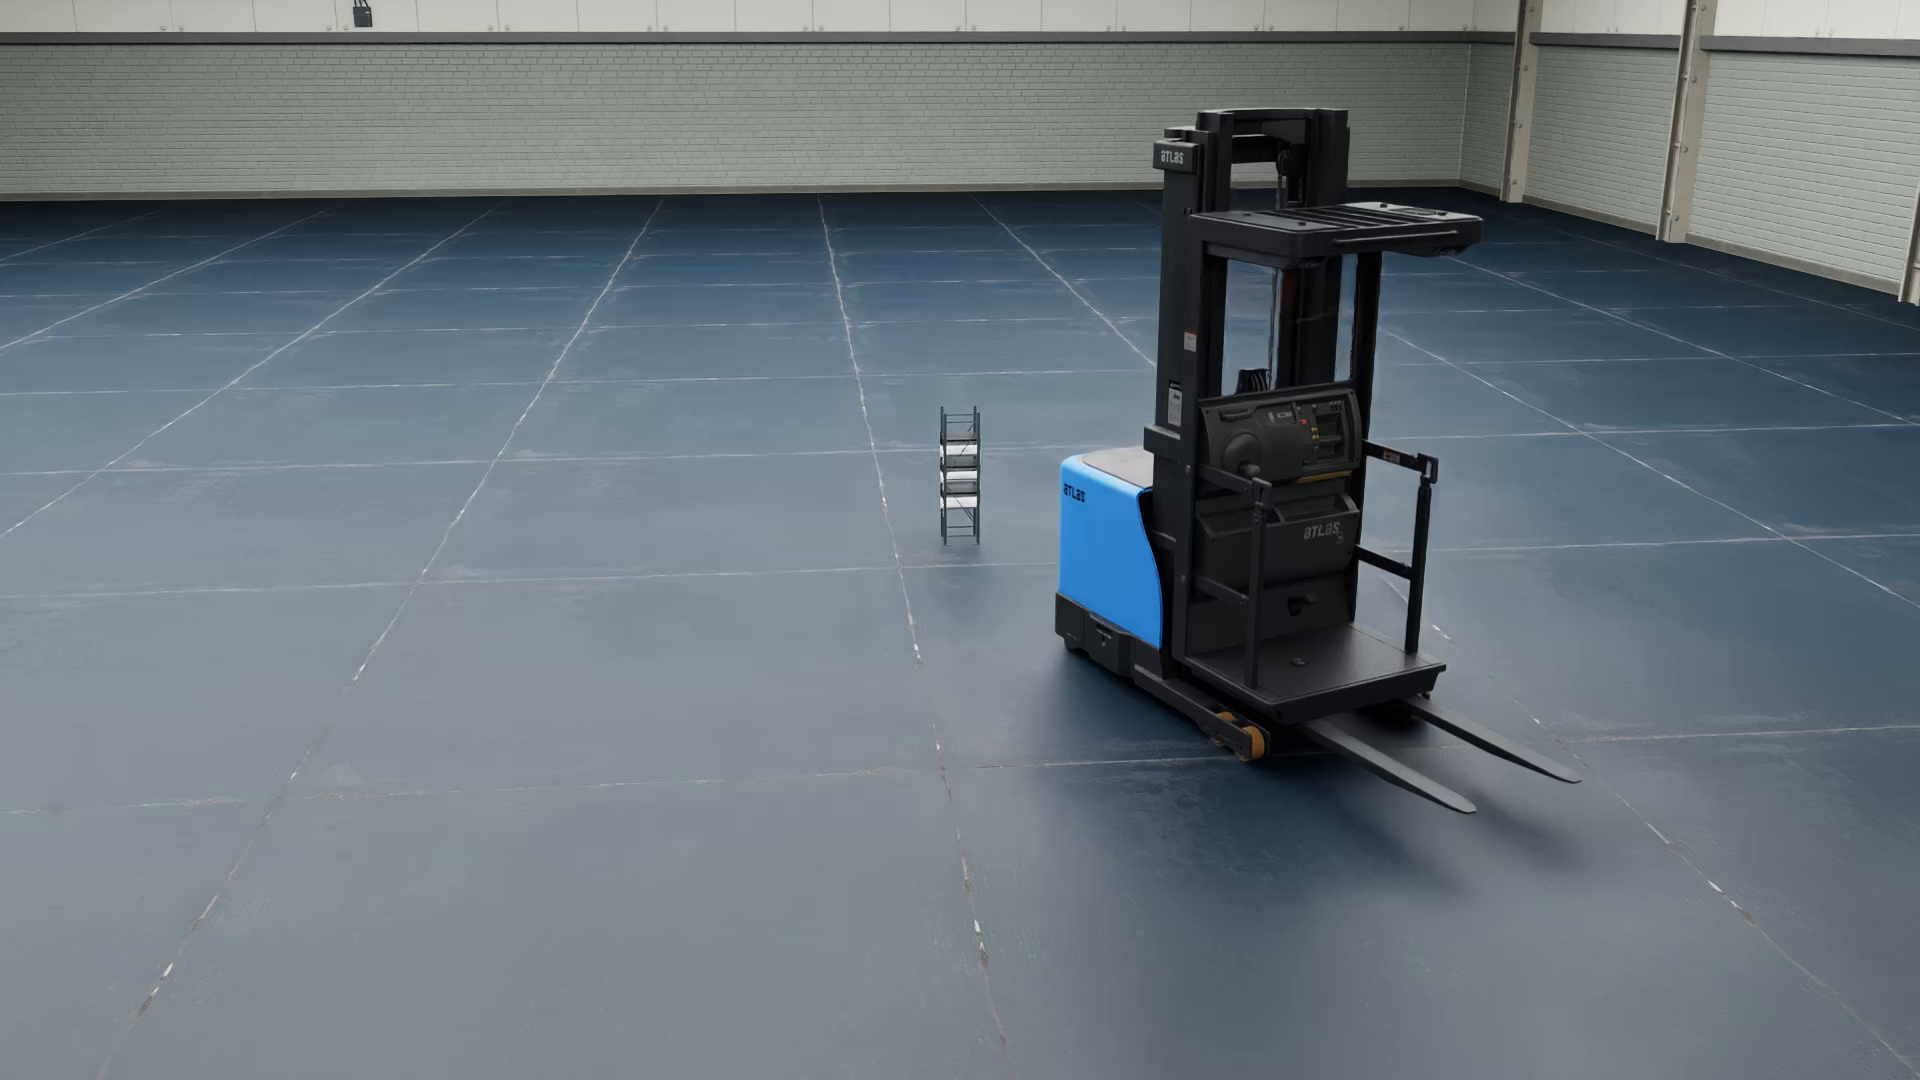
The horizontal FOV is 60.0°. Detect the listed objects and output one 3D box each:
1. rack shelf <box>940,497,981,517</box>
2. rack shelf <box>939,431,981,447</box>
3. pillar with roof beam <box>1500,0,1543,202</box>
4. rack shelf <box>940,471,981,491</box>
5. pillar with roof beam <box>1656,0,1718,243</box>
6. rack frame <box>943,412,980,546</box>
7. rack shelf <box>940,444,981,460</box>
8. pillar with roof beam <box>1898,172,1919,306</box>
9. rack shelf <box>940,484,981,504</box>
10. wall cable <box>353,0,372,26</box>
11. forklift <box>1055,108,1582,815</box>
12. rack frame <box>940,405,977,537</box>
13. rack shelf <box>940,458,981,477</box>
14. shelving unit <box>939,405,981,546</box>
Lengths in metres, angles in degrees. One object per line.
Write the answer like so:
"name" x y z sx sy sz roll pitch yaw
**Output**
"rack shelf" 0.001 -0.223 11.098 0.258 0.077 0.200 -2 18 -6
"rack shelf" 0.001 -0.653 10.964 0.258 0.077 0.200 -2 18 -6
"pillar with roof beam" 6.279 -10.646 30.065 9.100 9.000 0.400 -2 18 -6
"rack shelf" 0.001 -0.395 11.045 0.258 0.077 0.200 -2 18 -6
"pillar with roof beam" 6.898 -8.859 24.371 9.100 9.000 0.400 -2 18 -6
"rack frame" 0.011 -0.397 10.938 0.240 0.900 0.006 -2 18 -6
"rack shelf" 0.001 -0.567 10.991 0.258 0.077 0.200 -2 18 -6
"pillar with roof beam" 7.517 -7.071 18.677 9.100 9.000 0.400 -2 18 -6
"rack shelf" 0.001 -0.309 11.072 0.258 0.077 0.200 -2 18 -6
"wall cable" -10.315 -12.636 30.725 2.305 6.003 0.169 -2 18 -6
"forklift" 1.670 -0.507 7.897 1.130 2.935 3.031 -9 20 -27
"rack frame" -0.010 -0.457 11.131 0.240 0.900 0.006 -2 18 -6
"rack shelf" 0.001 -0.481 11.018 0.258 0.077 0.200 -2 18 -6
"shelving unit" 0.001 -0.427 11.035 0.258 0.900 0.210 -2 18 -6
